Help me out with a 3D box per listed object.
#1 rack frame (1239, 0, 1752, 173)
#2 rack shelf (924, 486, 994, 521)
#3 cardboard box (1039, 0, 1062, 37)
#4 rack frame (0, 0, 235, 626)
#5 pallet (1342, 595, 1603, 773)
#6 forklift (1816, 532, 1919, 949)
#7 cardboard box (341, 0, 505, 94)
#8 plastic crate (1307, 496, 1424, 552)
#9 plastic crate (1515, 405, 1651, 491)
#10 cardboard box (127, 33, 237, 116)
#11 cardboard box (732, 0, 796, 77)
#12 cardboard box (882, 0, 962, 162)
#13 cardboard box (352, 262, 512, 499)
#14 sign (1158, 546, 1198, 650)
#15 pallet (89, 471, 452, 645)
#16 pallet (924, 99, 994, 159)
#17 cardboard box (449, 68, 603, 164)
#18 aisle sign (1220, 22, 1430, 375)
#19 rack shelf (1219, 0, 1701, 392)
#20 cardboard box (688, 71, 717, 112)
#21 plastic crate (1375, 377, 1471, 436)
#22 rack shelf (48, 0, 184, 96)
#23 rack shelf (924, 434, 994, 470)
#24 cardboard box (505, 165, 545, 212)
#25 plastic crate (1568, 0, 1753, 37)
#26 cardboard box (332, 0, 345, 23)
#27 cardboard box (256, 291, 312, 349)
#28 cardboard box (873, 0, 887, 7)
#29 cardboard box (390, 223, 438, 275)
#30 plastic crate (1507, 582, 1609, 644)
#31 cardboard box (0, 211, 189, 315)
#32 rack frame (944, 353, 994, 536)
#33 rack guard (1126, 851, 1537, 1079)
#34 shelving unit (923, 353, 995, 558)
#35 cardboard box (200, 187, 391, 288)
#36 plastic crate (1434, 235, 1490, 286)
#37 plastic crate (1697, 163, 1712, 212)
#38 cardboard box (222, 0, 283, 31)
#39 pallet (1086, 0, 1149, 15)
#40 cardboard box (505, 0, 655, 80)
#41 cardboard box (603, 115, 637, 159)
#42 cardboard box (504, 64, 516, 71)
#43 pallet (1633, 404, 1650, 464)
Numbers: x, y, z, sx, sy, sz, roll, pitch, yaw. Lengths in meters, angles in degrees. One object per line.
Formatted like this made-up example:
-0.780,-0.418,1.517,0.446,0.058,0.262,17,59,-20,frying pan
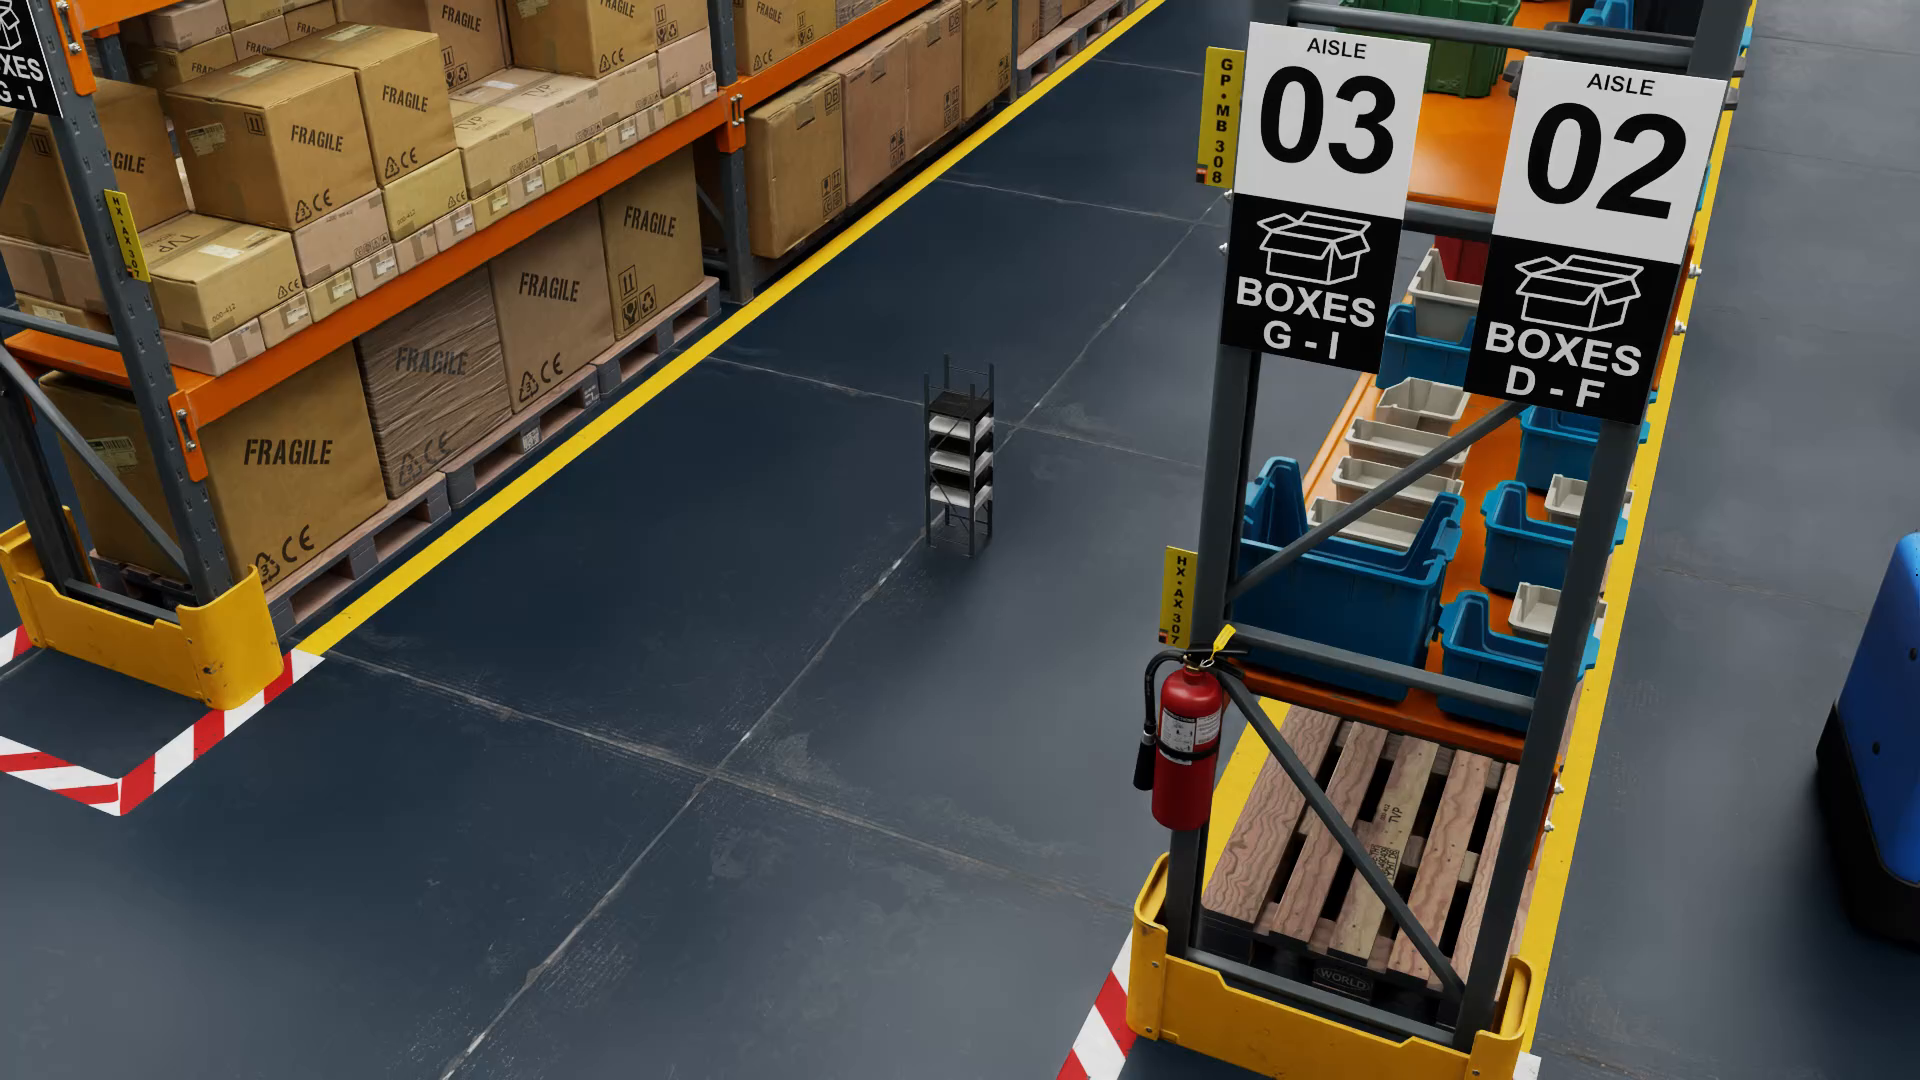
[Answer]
1.116,-2.158,2.835,1.000,3.000,0.127,14,36,20,rack frame
-0.003,-0.194,7.614,0.258,0.077,0.200,14,36,20,rack shelf
0.447,-4.526,13.796,0.700,0.500,0.500,11,35,17,cardboard box
-3.383,-0.786,6.213,1.000,3.000,0.127,14,36,20,rack frame
2.008,0.509,6.781,1.003,0.211,1.213,14,36,20,pallet
4.638,0.088,4.943,3.031,2.935,1.130,8,34,12,forklift
-2.569,-2.470,7.963,0.500,0.500,0.500,13,35,19,cardboard box
1.292,-0.012,5.219,0.396,0.136,0.243,14,36,20,plastic crate
2.069,-0.308,5.582,0.416,0.233,0.300,14,36,20,plastic crate
-5.622,-3.404,12.102,0.500,0.500,0.500,16,36,22,cardboard box
-1.290,-2.992,9.486,0.500,0.500,0.500,14,36,21,cardboard box
-0.723,-3.276,11.565,1.225,0.875,0.875,14,36,21,cardboard box
-2.807,-0.863,7.886,0.875,0.875,0.875,14,36,20,cardboard box
0.609,0.164,4.615,0.100,0.325,0.005,14,36,20,sign
-3.119,-0.036,7.612,1.003,0.211,1.213,14,36,20,pallet
-0.434,-3.229,12.481,1.003,0.211,1.213,14,36,20,pallet
-2.083,-2.047,8.002,0.500,0.250,0.500,15,36,21,cardboard box
0.820,-0.768,3.815,0.394,0.787,0.004,14,36,20,aisle sign
1.952,-1.599,5.374,1.077,0.370,4.000,14,36,20,rack shelf
-1.539,-2.446,8.974,0.380,0.149,0.250,14,36,21,cardboard box
1.628,-0.449,5.885,0.298,0.136,0.250,14,36,20,plastic crate
-2.546,-2.735,7.107,1.077,0.370,4.000,14,36,20,rack shelf
-0.003,-0.420,7.466,0.258,0.077,0.200,14,36,20,rack shelf
-2.184,-1.679,7.805,0.380,0.149,0.250,15,36,21,cardboard box
2.005,-1.576,4.739,0.504,0.338,0.767,14,36,20,plastic crate
-4.964,-4.176,13.280,0.500,0.500,0.500,13,35,18,cardboard box
-2.829,-0.910,6.631,0.380,0.149,0.250,14,36,20,cardboard box
-0.659,-3.750,10.642,0.500,0.500,0.500,15,36,21,cardboard box
-2.506,-1.294,7.217,0.380,0.149,0.250,13,36,20,cardboard box
1.727,0.247,4.823,0.250,0.136,0.298,14,36,20,plastic crate
-3.421,-1.150,6.633,0.500,0.250,0.500,14,36,20,cardboard box
0.039,-0.423,7.574,0.240,0.900,0.006,14,36,20,rack frame
1.117,1.411,5.143,1.175,0.500,0.348,14,36,20,rack guard
-0.003,-0.372,7.497,0.258,0.900,0.210,14,36,20,shelving unit
-2.725,-1.285,6.840,0.500,0.250,0.500,14,36,20,cardboard box
2.188,-1.306,6.894,0.402,0.464,0.583,14,36,20,plastic crate
2.904,-1.349,7.032,0.392,0.384,0.575,14,36,20,plastic crate
-5.402,-3.983,12.302,0.500,0.250,0.500,15,36,22,cardboard box
1.313,-5.208,15.500,1.003,0.211,1.213,14,36,20,pallet
-1.872,-2.614,8.183,0.500,0.500,0.500,15,36,21,cardboard box
-1.862,-2.062,8.388,0.380,0.149,0.250,15,36,21,cardboard box
-2.357,-2.419,8.569,0.500,0.250,0.500,14,36,20,cardboard box
3.150,-0.850,8.854,1.003,0.211,1.213,14,36,20,pallet
